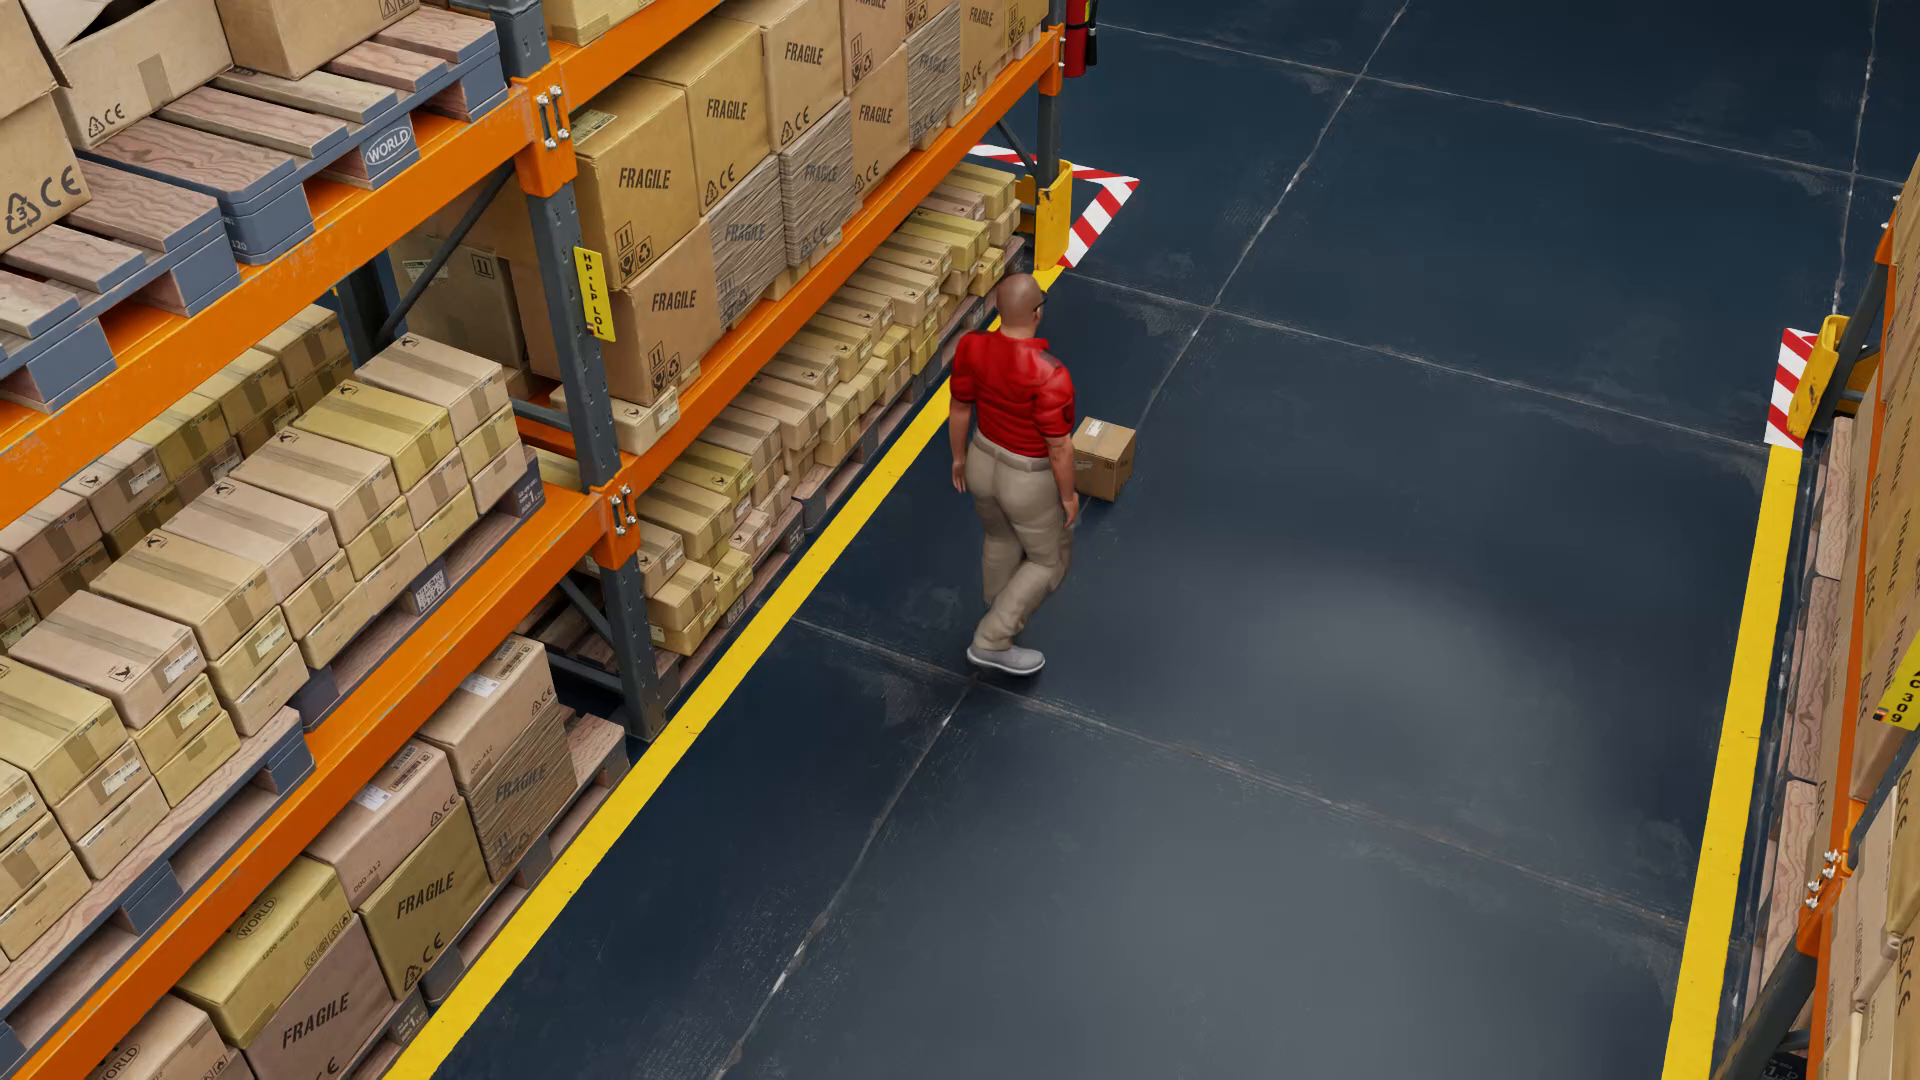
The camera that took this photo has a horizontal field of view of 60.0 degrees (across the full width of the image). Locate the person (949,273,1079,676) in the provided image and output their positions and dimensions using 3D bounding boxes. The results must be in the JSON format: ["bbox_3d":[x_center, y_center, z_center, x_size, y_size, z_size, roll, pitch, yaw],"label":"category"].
[{"bbox_3d":[0.177,-0.223,6.427,0.566,1.730,0.588,30,50,29],"label":"person"}]
